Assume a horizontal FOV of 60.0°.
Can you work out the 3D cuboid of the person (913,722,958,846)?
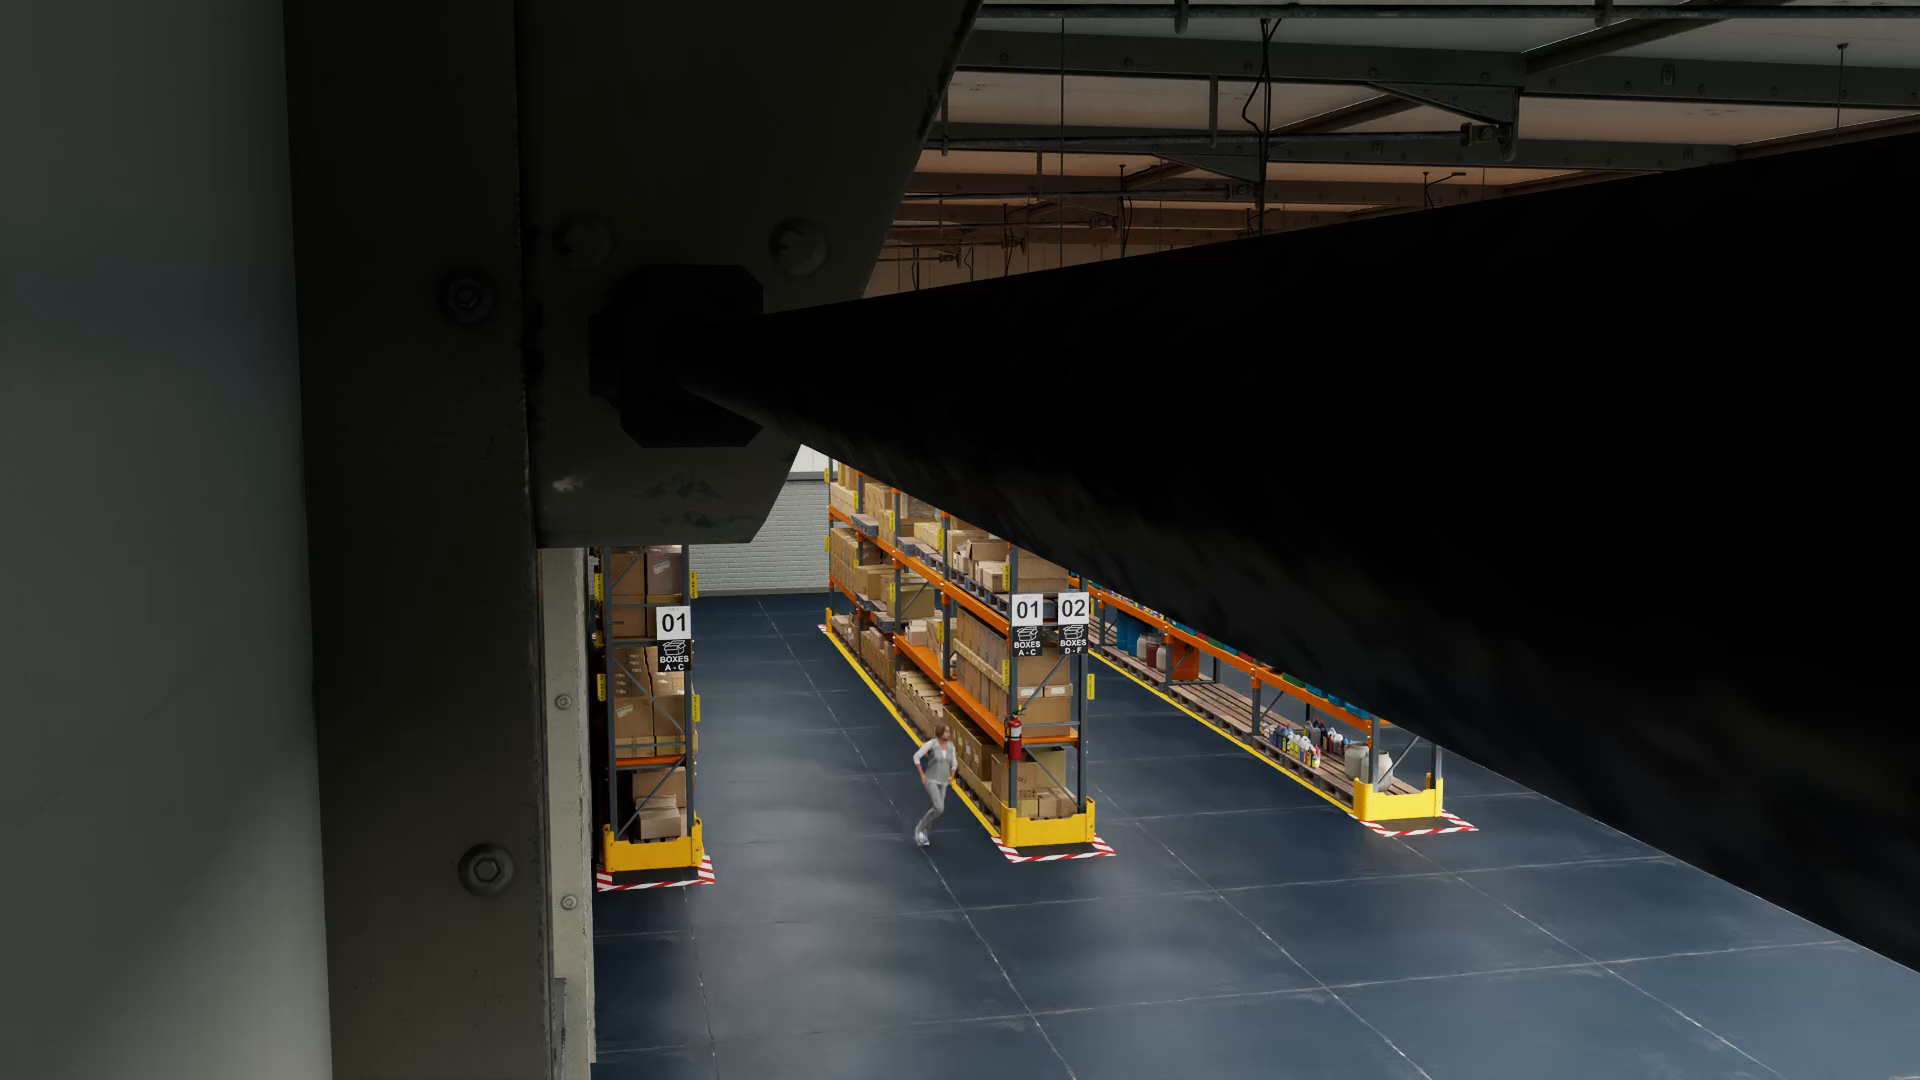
[{"bbox_3d":[-0.280,3.075,20.954,0.575,1.547,0.542,-5,8,-35],"label":"person"}]
